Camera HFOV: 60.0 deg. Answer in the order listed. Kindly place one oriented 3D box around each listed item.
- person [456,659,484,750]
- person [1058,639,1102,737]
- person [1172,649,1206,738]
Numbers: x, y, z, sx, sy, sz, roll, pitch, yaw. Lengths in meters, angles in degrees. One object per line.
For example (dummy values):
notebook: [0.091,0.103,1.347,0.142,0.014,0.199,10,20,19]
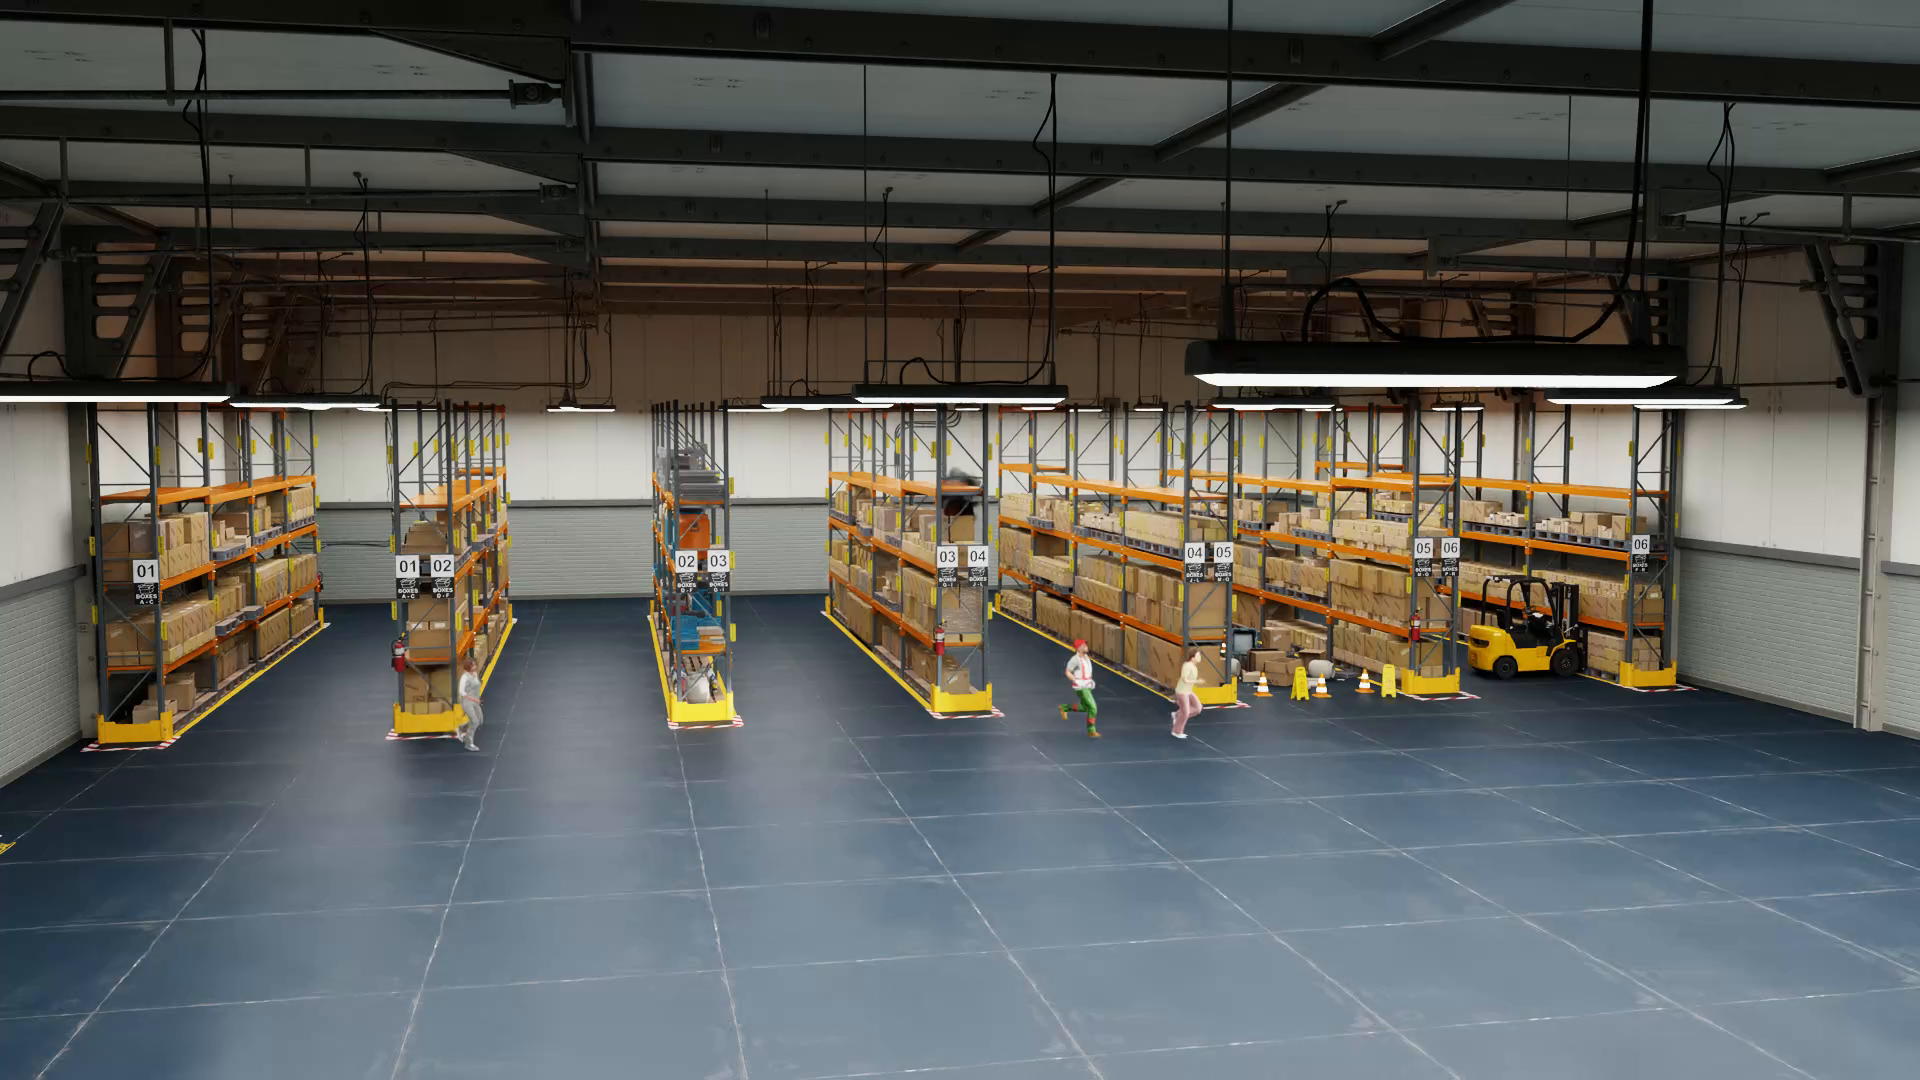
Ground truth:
person: [-8.402,2.810,28.454,0.571,1.563,0.580,1,4,14]
person: [2.139,2.631,29.717,0.880,1.742,0.657,2,5,25]
person: [4.036,2.718,29.374,0.646,1.604,0.562,2,5,29]
